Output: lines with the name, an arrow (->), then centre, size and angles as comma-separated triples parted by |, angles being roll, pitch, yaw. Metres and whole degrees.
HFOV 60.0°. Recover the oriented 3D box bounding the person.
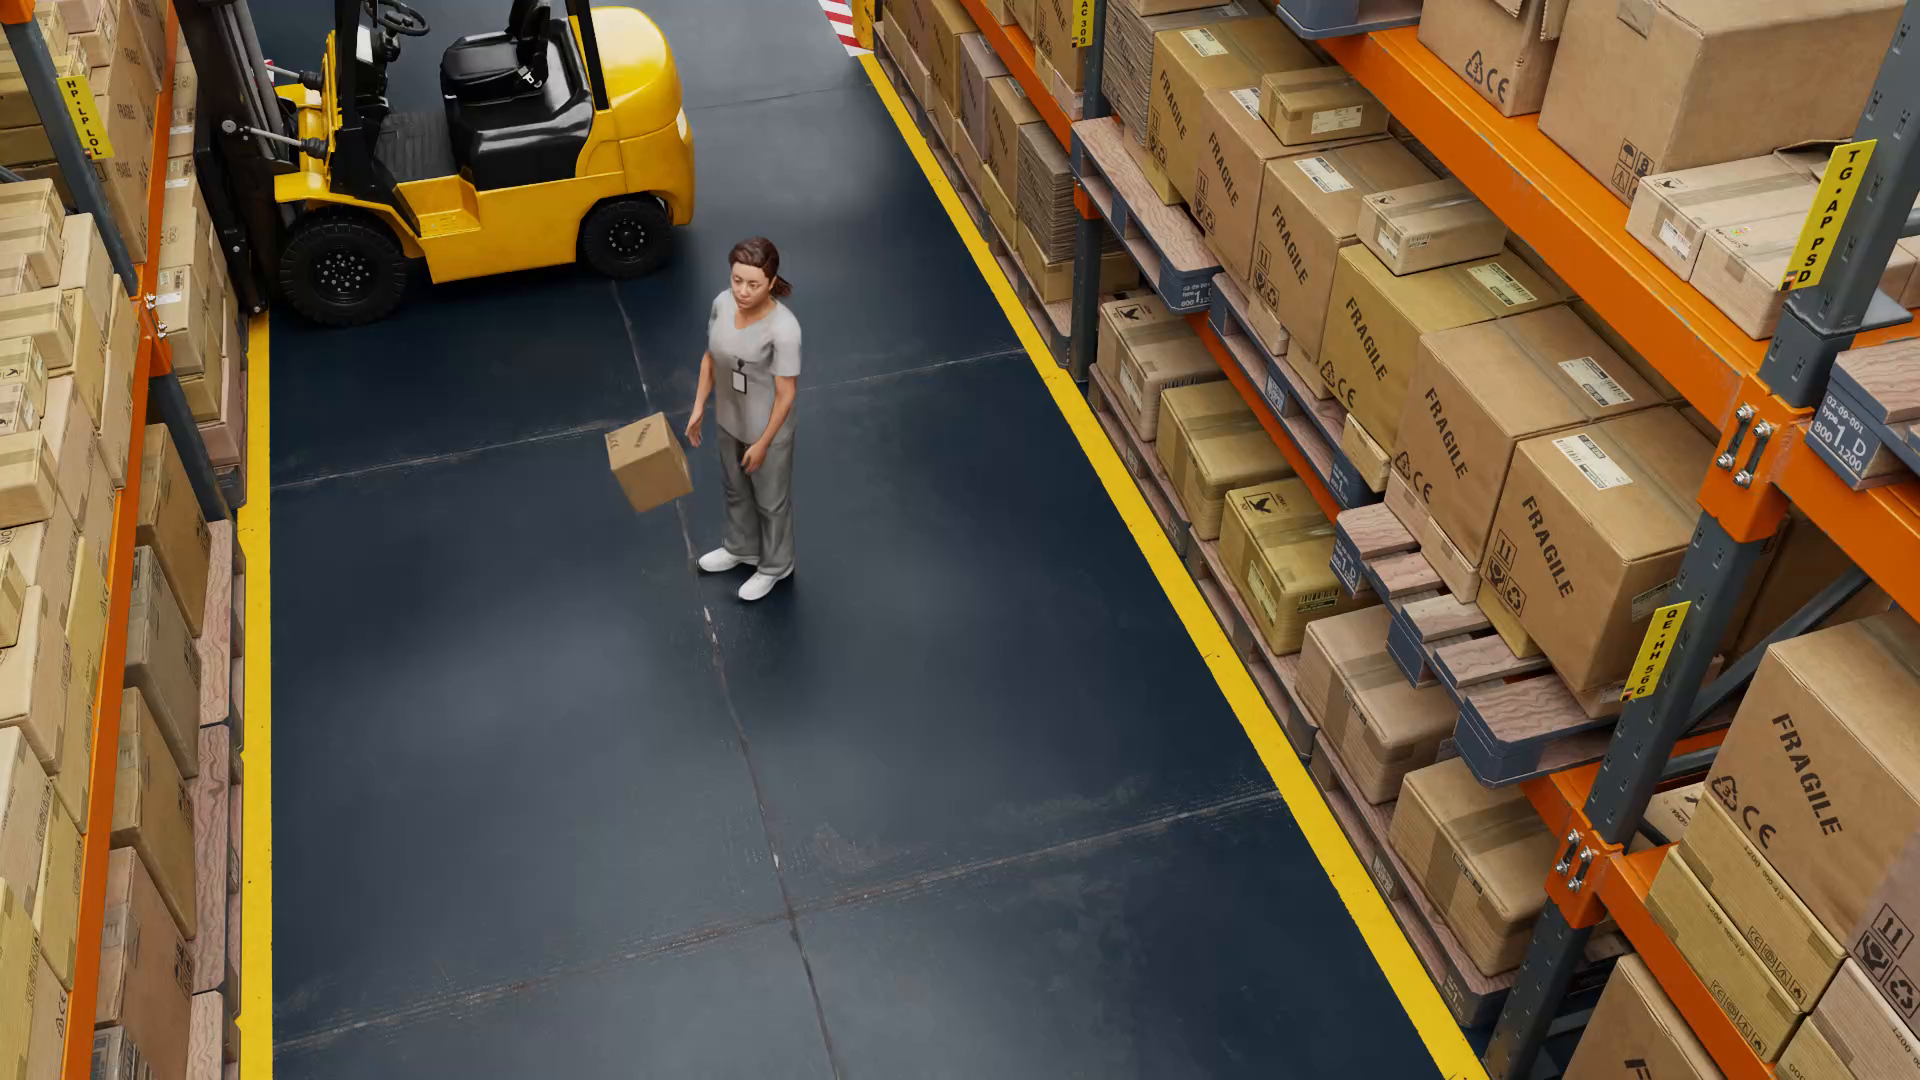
person -> -0.845, -0.466, 6.656 | 0.527, 1.680, 0.441 | 31, 51, 30
